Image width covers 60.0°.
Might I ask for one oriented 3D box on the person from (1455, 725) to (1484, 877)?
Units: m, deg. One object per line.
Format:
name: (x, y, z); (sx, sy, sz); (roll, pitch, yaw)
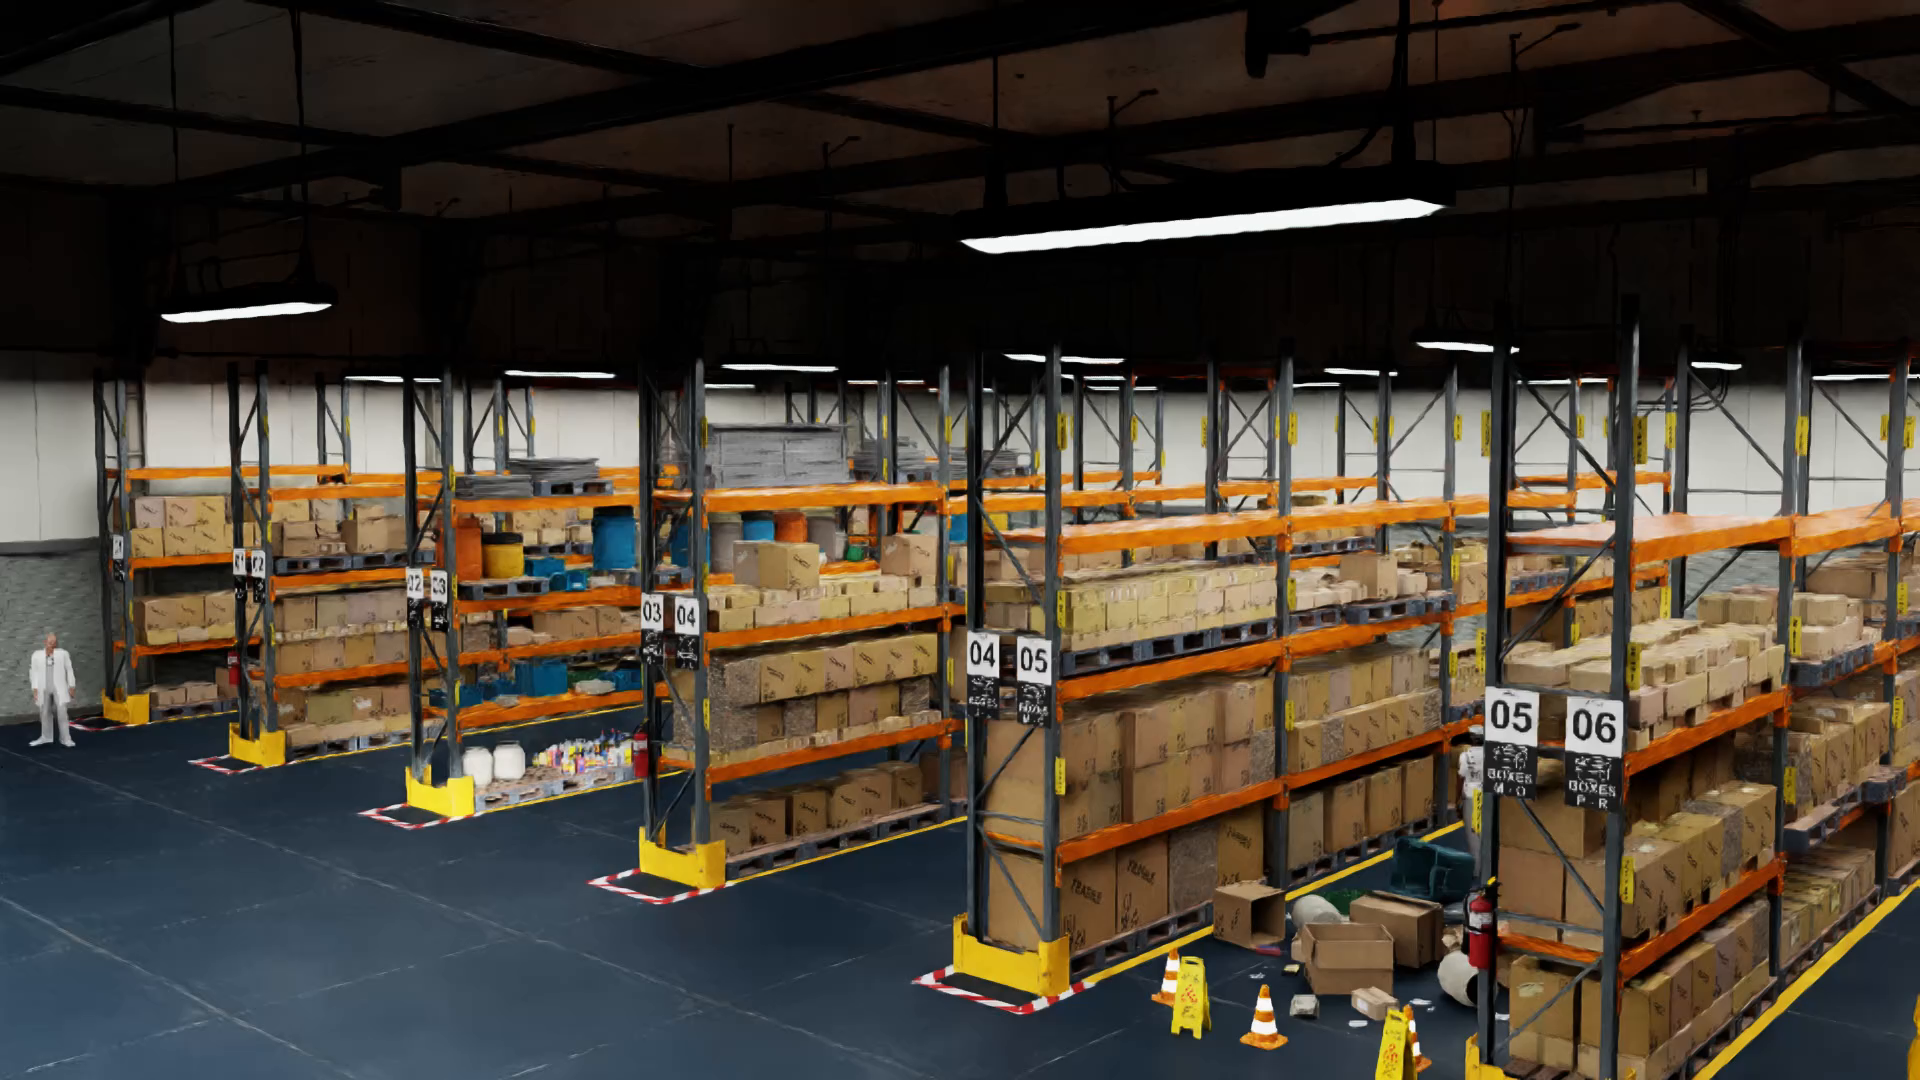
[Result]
person: (5.838, 2.934, 18.829); (0.574, 1.665, 0.551); (-1, 4, -16)

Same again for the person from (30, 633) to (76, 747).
person: (-14.268, 2.348, 26.116); (0.677, 1.780, 0.527); (-2, 4, -20)
